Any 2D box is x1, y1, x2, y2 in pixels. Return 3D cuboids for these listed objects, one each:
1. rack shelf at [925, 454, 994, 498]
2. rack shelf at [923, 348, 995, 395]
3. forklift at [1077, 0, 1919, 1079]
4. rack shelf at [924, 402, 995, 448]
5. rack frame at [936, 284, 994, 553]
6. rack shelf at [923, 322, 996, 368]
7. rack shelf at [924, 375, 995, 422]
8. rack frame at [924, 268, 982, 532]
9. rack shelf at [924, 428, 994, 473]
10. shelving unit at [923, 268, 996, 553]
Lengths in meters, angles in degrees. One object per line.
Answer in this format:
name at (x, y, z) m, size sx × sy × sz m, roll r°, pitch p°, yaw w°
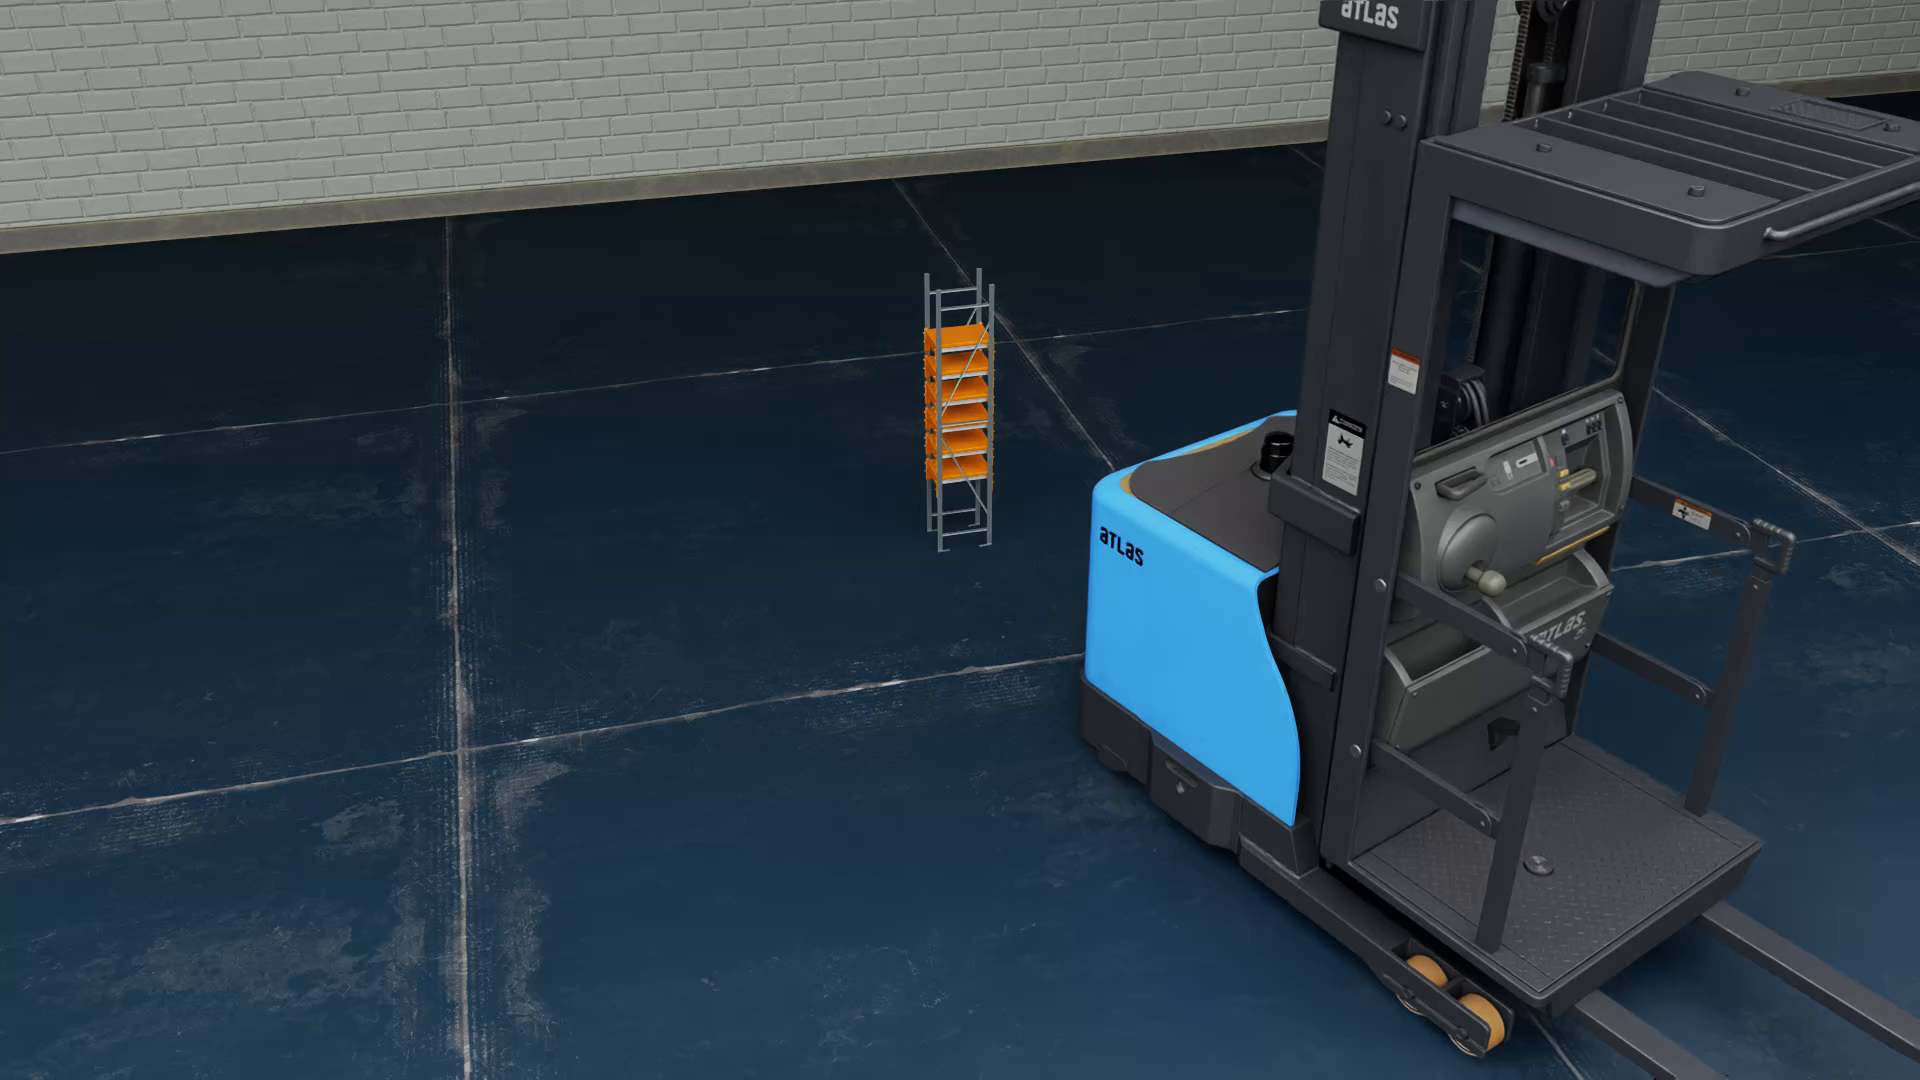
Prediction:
rack shelf at (-0.004, -0.280, 7.104) m, size 0.258 × 0.103 × 0.180 m, roll -8°, pitch 31°, yaw -13°
rack shelf at (-0.004, -0.696, 6.864) m, size 0.258 × 0.103 × 0.180 m, roll -8°, pitch 31°, yaw -13°
forklift at (1.695, -0.087, 4.474) m, size 1.130 × 2.935 × 3.031 m, roll -20°, pitch 36°, yaw -31°
rack shelf at (-0.004, -0.488, 6.984) m, size 0.258 × 0.103 × 0.180 m, roll -8°, pitch 31°, yaw -13°
rack frame at (0.020, -0.482, 6.885) m, size 0.240 × 1.200 × 0.006 m, roll -8°, pitch 31°, yaw -13°
rack shelf at (-0.004, -0.799, 6.803) m, size 0.258 × 0.103 × 0.180 m, roll -8°, pitch 31°, yaw -13°
rack shelf at (-0.004, -0.592, 6.924) m, size 0.258 × 0.103 × 0.180 m, roll -8°, pitch 31°, yaw -13°
rack frame at (-0.028, -0.570, 7.038) m, size 0.240 × 1.200 × 0.006 m, roll -8°, pitch 31°, yaw -13°
rack shelf at (-0.004, -0.384, 7.044) m, size 0.258 × 0.103 × 0.180 m, roll -8°, pitch 31°, yaw -13°
shelving unit at (-0.004, -0.526, 6.962) m, size 0.258 × 1.200 × 0.189 m, roll -8°, pitch 31°, yaw -13°
